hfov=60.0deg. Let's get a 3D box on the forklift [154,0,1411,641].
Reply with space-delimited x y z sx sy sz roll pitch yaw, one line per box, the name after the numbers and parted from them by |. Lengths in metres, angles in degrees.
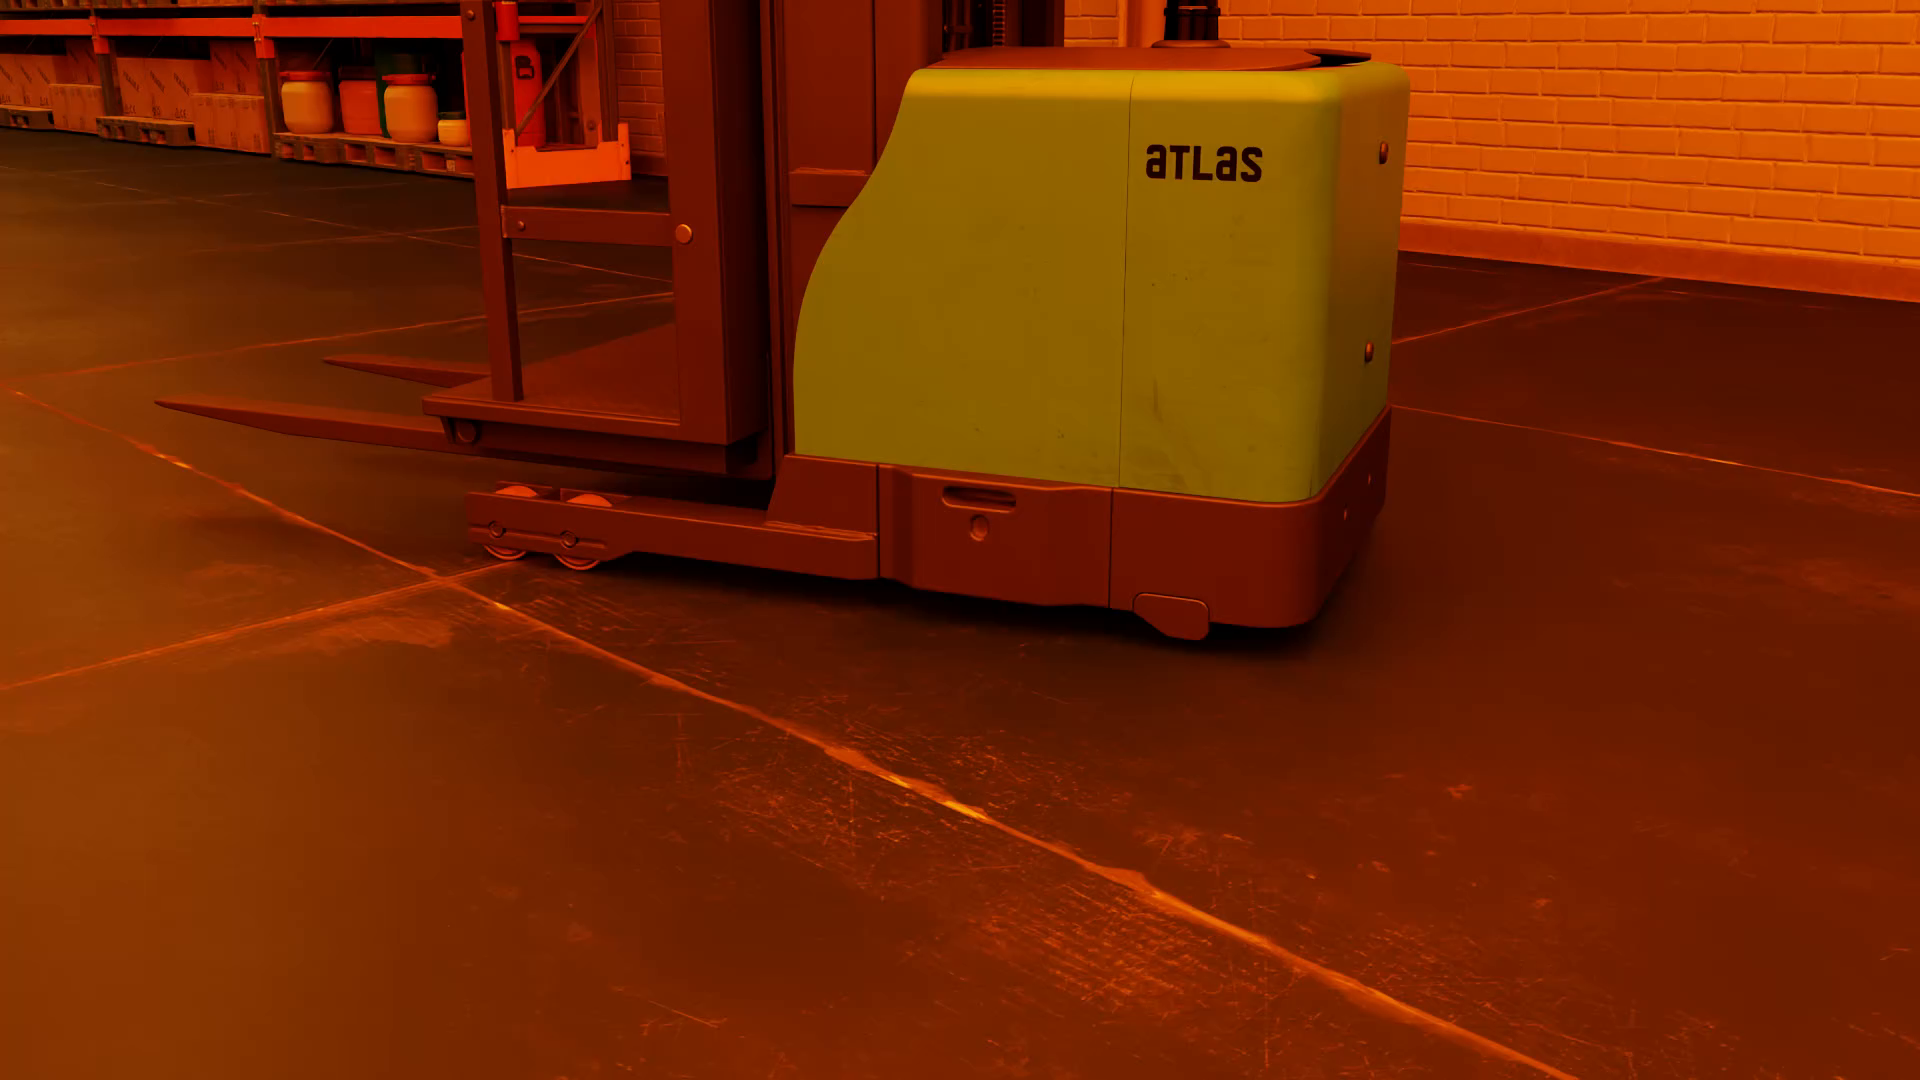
-0.563 -1.469 3.684 3.031 2.935 1.130 7 18 21 | forklift
